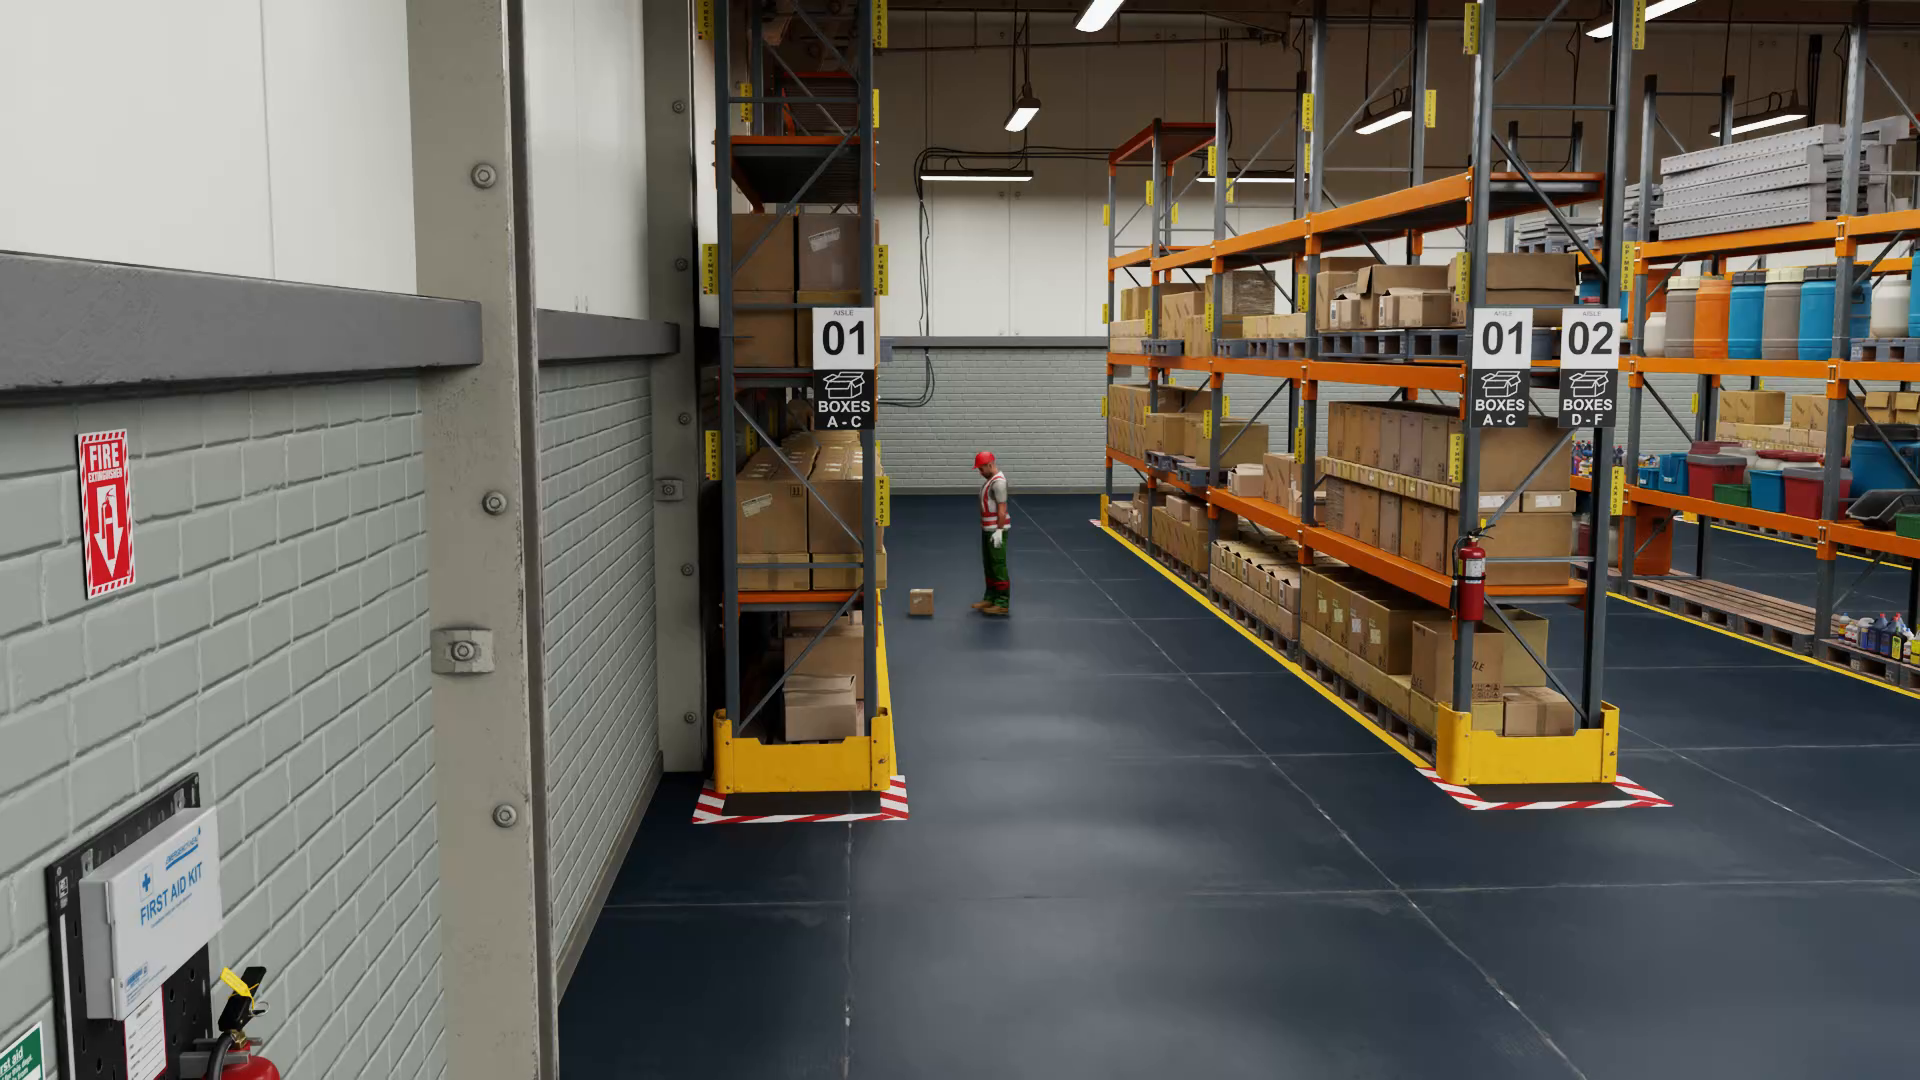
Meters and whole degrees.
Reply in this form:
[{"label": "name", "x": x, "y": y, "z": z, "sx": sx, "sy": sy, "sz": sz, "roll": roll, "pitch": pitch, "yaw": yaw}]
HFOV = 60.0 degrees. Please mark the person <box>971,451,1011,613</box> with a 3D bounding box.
[{"label": "person", "x": 0.342, "y": -0.092, "z": 18.293, "sx": 0.417, "sy": 1.771, "sz": 0.593, "roll": -1, "pitch": 7, "yaw": -10}]
